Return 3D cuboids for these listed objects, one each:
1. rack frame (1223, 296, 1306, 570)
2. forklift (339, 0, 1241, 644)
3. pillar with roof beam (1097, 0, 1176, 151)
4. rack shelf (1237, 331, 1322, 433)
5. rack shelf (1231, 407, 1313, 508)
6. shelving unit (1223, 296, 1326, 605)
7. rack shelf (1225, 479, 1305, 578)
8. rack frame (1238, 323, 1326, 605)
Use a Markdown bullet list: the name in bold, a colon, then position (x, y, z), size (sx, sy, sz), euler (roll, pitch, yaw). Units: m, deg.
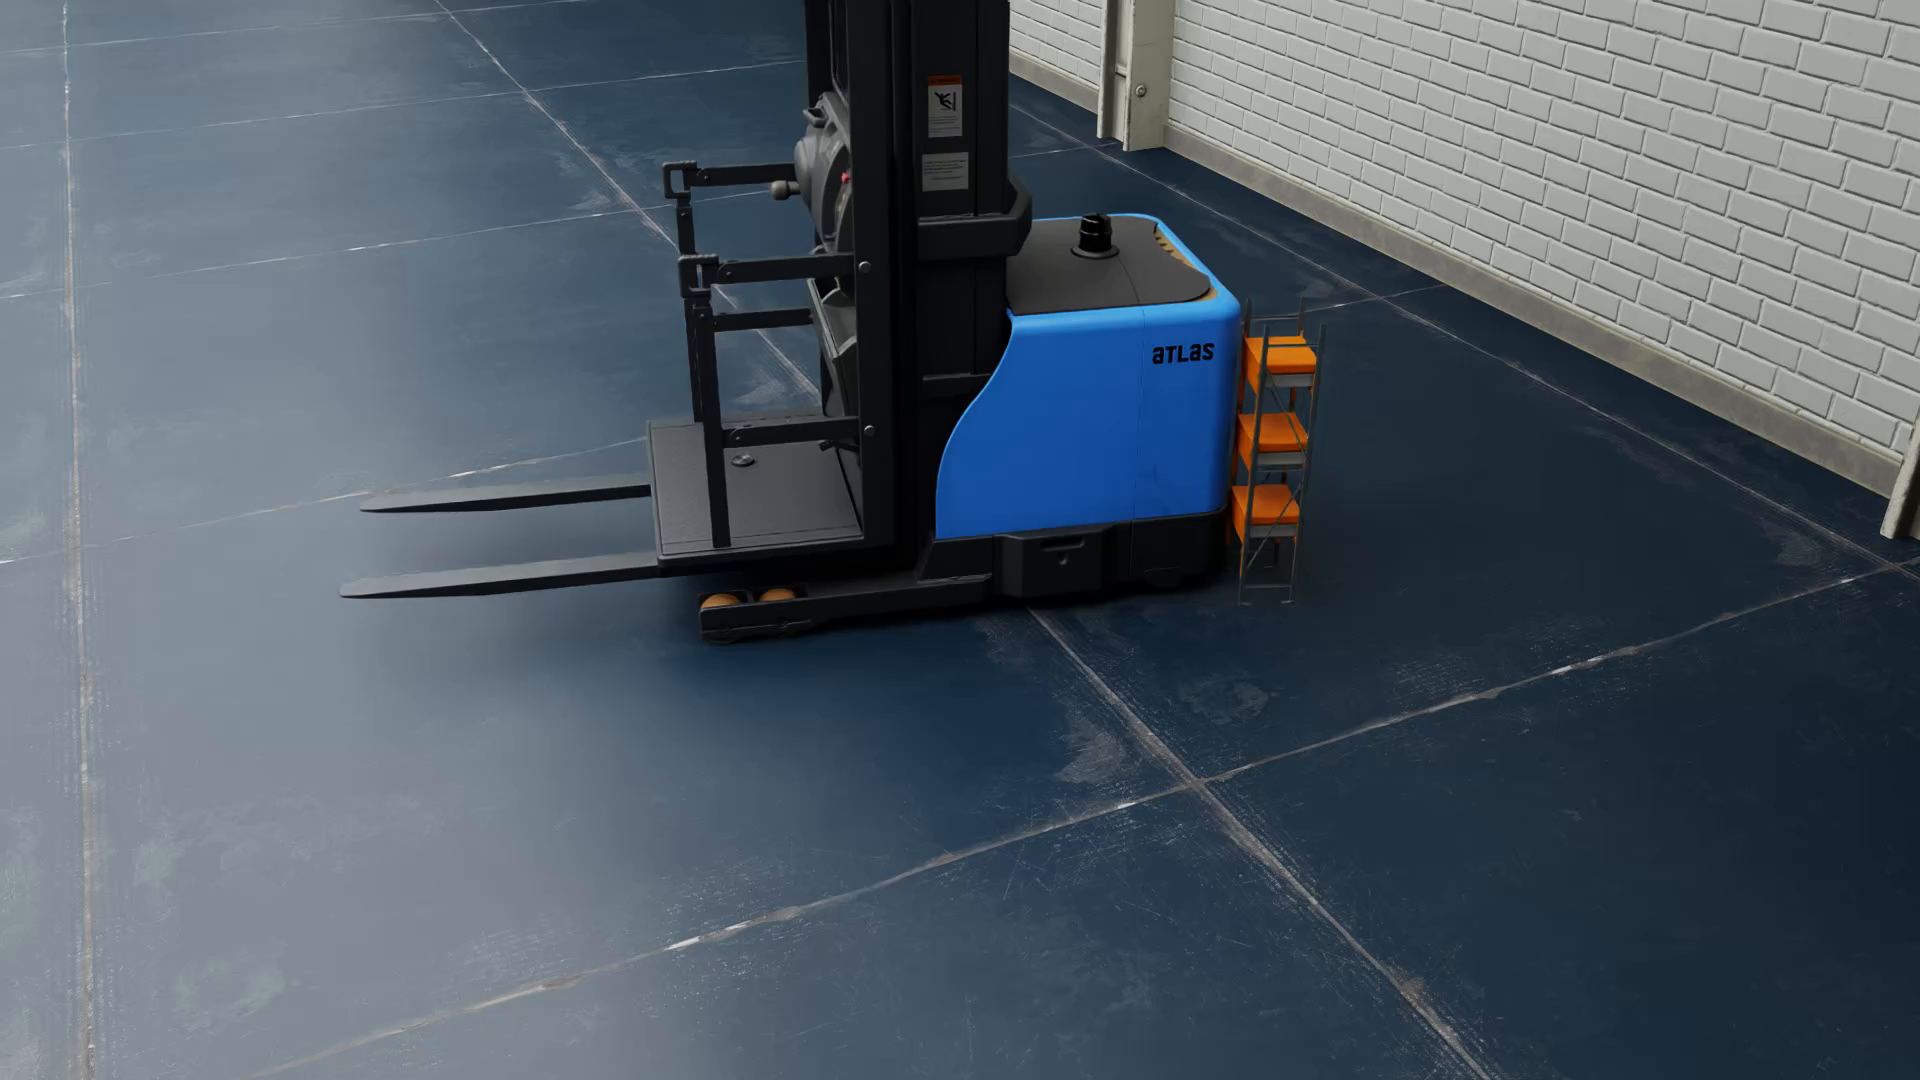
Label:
- **rack frame**: position (1.057, -0.353, 5.806), size (0.200, 1.050, 0.008), euler (-2, 29, -4)
- **forklift**: position (-0.625, -1.209, 5.410), size (3.031, 2.935, 1.130), euler (-6, 30, -10)
- **pillar with roof beam**: position (-2.759, -5.644, 7.115), size (9.100, 9.000, 0.400), euler (-13, 32, -22)
- **rack shelf**: position (1.067, -0.532, 5.567), size (0.215, 0.259, 0.240), euler (-2, 29, -4)
- **rack shelf**: position (1.067, -0.284, 5.705), size (0.215, 0.259, 0.240), euler (-2, 29, -4)
- **shelving unit**: position (1.067, -0.294, 5.700), size (0.215, 1.050, 0.252), euler (-2, 29, -4)
- **rack shelf**: position (1.067, -0.042, 5.841), size (0.215, 0.259, 0.240), euler (-2, 29, -4)
- **rack frame**: position (1.076, -0.234, 5.594), size (0.200, 1.050, 0.008), euler (-2, 29, -4)
